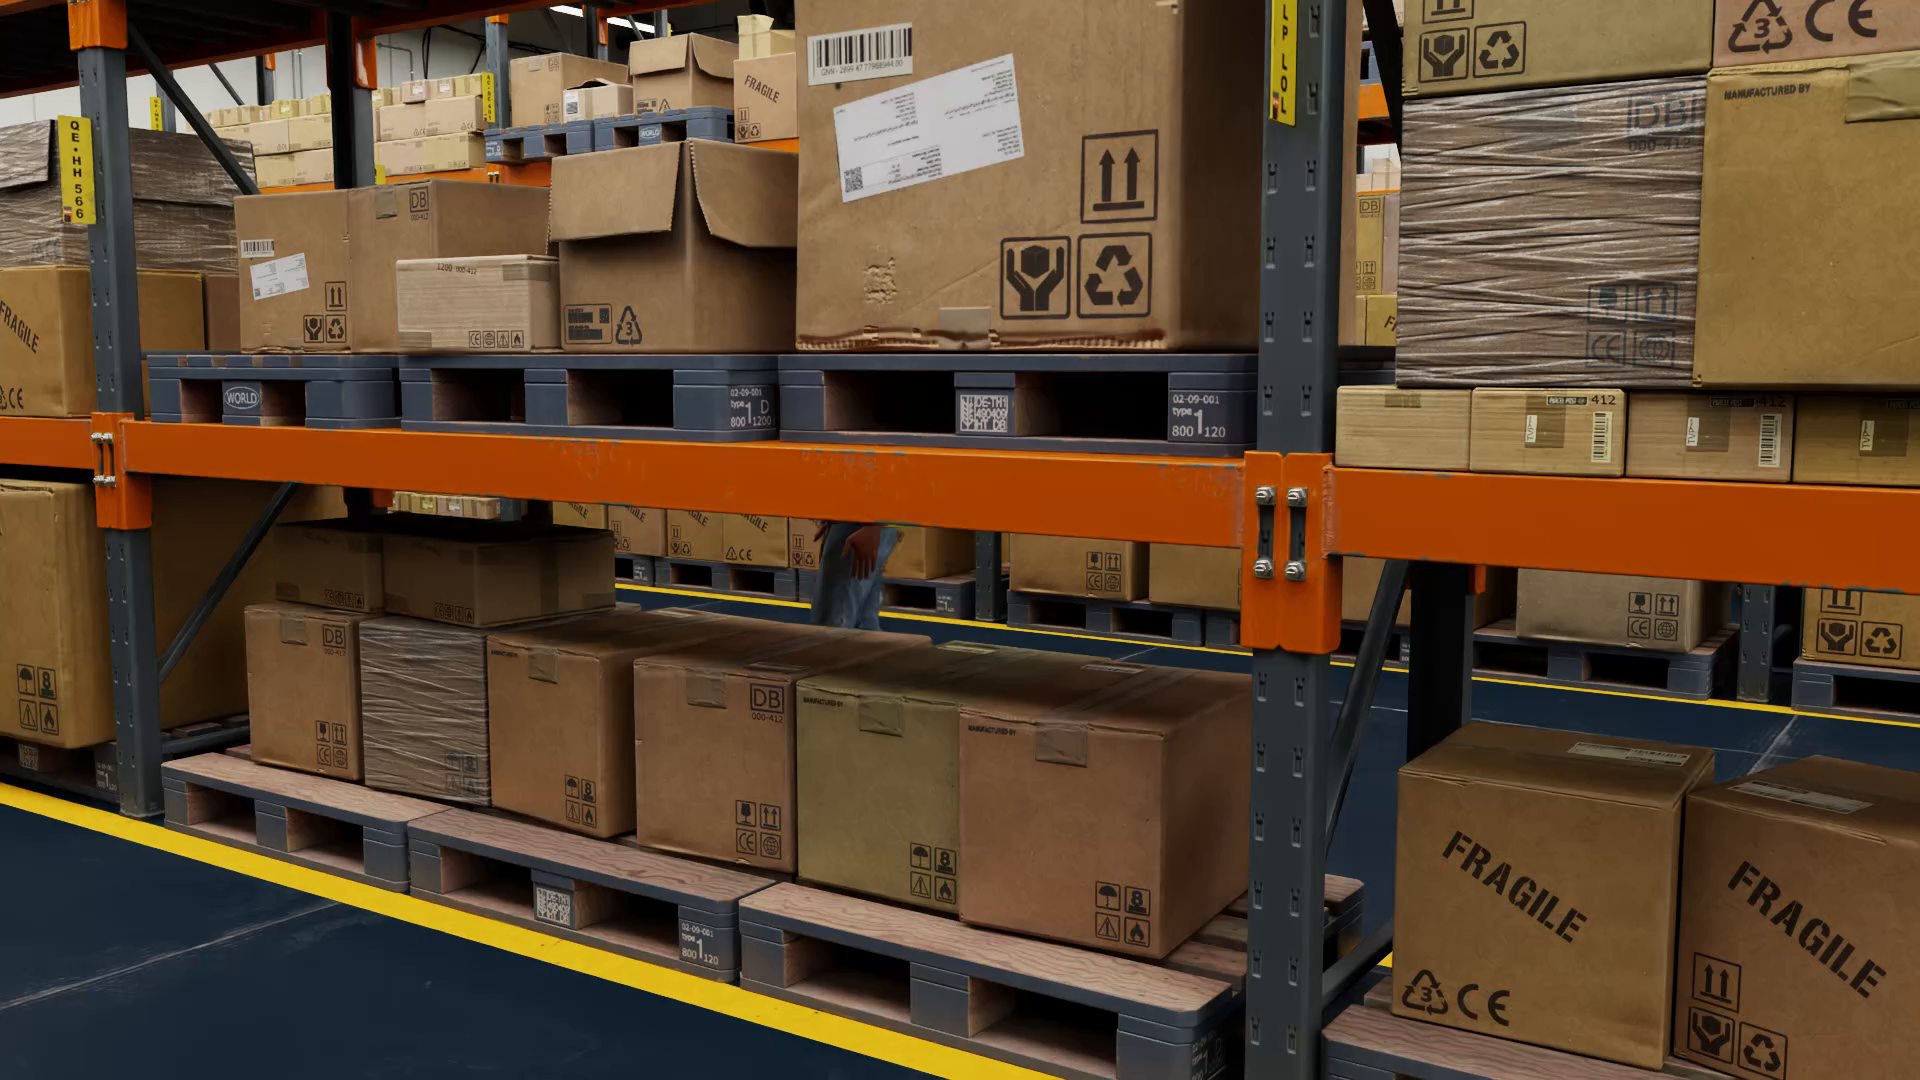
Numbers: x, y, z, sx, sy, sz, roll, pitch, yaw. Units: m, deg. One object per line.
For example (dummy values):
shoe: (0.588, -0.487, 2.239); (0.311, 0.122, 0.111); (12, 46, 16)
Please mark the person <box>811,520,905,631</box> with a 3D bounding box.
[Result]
person: (-0.385, -0.035, 6.121); (0.414, 1.809, 0.590); (-1, 6, -11)
